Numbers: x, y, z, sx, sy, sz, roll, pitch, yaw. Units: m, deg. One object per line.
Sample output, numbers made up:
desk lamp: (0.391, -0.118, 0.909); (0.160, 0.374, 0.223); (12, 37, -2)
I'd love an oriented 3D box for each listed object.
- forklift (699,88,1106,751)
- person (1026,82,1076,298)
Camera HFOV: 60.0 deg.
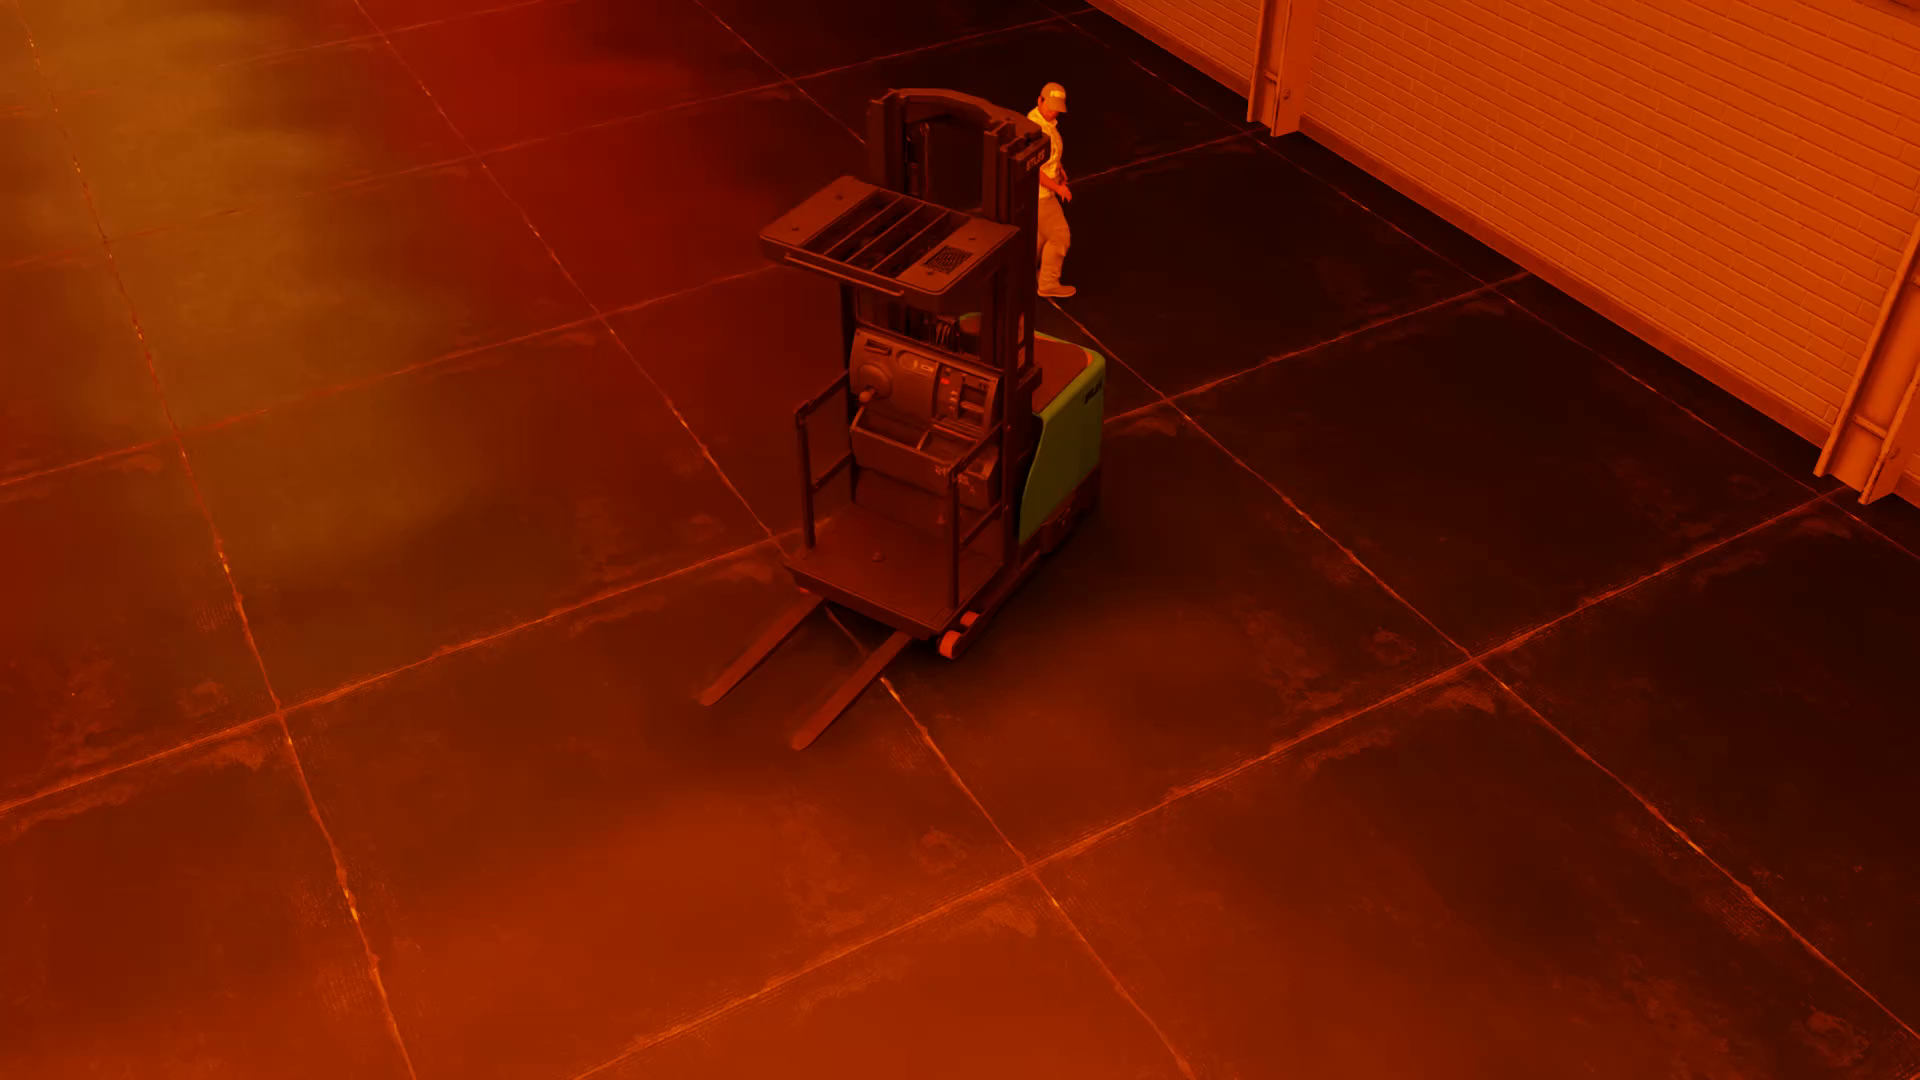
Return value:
forklift: (-0.315, -0.789, 8.987); (1.130, 2.935, 3.031); (22, 44, 24)
person: (0.614, -2.570, 12.178); (0.521, 1.623, 0.691); (-1, 40, -1)
